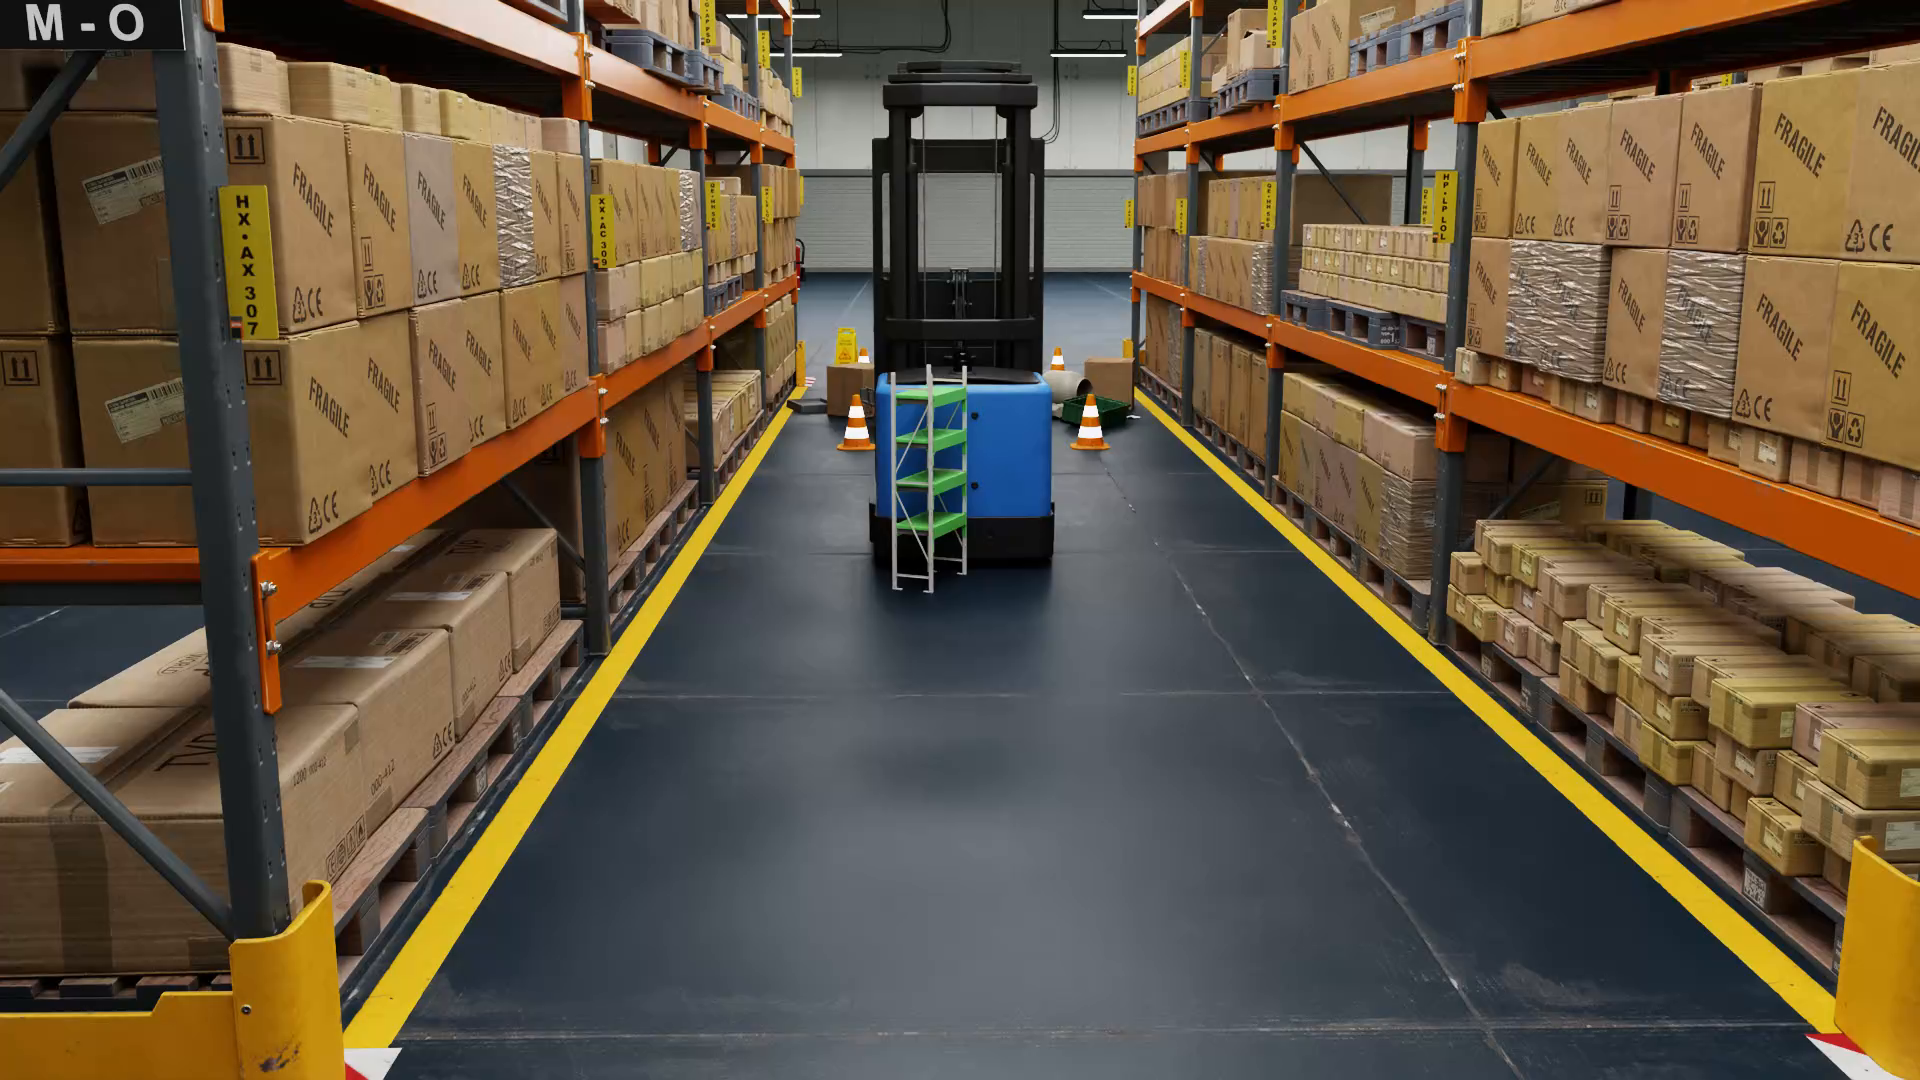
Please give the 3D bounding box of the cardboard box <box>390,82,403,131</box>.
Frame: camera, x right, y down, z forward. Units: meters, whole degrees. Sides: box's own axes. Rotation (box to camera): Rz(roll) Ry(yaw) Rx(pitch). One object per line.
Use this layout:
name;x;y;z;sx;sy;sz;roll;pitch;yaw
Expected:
cardboard box;-1.860;-1.267;4.862;0.380;0.149;0.250;0;11;-1

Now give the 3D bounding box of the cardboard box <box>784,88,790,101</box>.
cardboard box;-2.109;-4.982;18.655;0.380;0.149;0.250;0;11;-1

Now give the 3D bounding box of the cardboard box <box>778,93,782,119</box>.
cardboard box;-2.094;-4.449;17.029;0.500;0.250;0.500;0;11;-1

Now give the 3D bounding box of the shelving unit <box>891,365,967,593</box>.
shelving unit;-0.167;-0.352;9.275;0.258;1.200;0.503;5;12;22

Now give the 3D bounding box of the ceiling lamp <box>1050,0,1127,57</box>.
ceiling lamp;3.337;-14.193;43.206;2.000;3.185;0.800;0;11;-1

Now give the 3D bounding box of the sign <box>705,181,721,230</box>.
sign;-1.691;-2.291;11.394;0.100;0.325;0.005;0;11;-1

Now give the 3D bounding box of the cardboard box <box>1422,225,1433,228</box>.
cardboard box;3.178;-1.938;10.644;0.380;0.149;0.250;0;11;1

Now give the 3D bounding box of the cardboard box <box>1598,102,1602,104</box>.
cardboard box;7.308;-4.786;18.436;0.380;0.149;0.250;0;11;-2

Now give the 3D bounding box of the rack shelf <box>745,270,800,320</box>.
rack shelf;-2.370;-2.561;17.445;1.077;0.370;4.000;0;11;-1

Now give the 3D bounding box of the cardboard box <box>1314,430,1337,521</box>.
cardboard box;2.490;-0.398;10.207;0.500;0.500;0.500;-1;11;-3

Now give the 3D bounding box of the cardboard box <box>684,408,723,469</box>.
cardboard box;-2.247;-0.751;12.268;0.950;0.372;0.625;-1;12;-5

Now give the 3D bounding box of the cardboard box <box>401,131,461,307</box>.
cardboard box;-1.842;-0.971;5.033;0.500;0.500;0.500;0;11;-2

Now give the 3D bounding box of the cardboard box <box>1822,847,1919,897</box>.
cardboard box;2.647;0.917;4.609;0.380;0.149;0.250;0;11;0

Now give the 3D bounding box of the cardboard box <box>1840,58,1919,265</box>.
cardboard box;2.608;-0.945;4.160;0.500;0.500;0.500;0;11;-2

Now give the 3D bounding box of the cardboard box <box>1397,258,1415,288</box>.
cardboard box;2.559;-1.428;8.883;0.380;0.149;0.250;-1;11;-3

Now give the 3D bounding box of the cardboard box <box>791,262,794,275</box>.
cardboard box;-2.073;-3.064;18.750;0.380;0.149;0.250;0;11;-2

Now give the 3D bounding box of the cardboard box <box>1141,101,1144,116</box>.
cardboard box;2.228;-4.833;18.616;0.380;0.149;0.250;0;11;-1

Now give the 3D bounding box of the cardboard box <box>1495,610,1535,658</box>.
cardboard box;2.533;0.401;7.150;0.380;0.149;0.250;0;11;-1

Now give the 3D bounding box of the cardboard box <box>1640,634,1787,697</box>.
cardboard box;2.519;0.419;5.567;0.380;0.149;0.250;0;11;1

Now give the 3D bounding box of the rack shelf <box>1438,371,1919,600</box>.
rack shelf;2.825;-0.216;5.887;1.077;0.370;4.000;0;11;-1

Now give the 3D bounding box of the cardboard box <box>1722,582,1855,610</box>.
cardboard box;3.152;0.263;6.337;0.380;0.149;0.250;-1;11;-3

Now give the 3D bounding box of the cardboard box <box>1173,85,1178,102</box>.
cardboard box;2.279;-4.330;16.139;0.380;0.149;0.250;0;11;0

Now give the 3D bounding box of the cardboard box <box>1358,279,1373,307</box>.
cardboard box;2.542;-1.438;9.681;0.380;0.149;0.250;-1;11;-3

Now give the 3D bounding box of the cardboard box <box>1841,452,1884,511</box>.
cardboard box;2.610;-0.161;4.439;0.380;0.149;0.250;0;11;-1

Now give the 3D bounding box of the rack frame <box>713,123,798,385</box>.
rack frame;-2.411;-3.311;19.333;1.000;3.000;0.127;0;11;-1

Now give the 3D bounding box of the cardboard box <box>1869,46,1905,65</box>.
cardboard box;7.386;-3.819;12.788;0.500;0.500;0.500;0;11;0

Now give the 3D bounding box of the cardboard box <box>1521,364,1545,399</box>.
cardboard box;2.600;-0.681;7.004;0.380;0.149;0.250;-1;11;-4

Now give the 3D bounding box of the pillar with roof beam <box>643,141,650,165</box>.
pillar with roof beam;-4.576;-12.069;47.414;9.100;9.000;0.548;0;11;-1

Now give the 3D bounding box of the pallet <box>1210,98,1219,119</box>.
pallet;2.687;-3.750;14.437;0.805;0.209;1.217;-1;11;-3

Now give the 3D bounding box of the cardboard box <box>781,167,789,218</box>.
cardboard box;-2.093;-3.490;16.704;0.700;0.500;0.500;0;11;-2

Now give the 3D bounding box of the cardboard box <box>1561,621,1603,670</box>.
cardboard box;2.534;0.410;6.358;0.380;0.149;0.250;0;11;-2

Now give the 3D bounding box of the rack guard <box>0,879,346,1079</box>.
rack guard;-2.080;1.100;3.881;1.175;0.500;0.348;0;11;-1

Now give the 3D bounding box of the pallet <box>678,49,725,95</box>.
pallet;-2.179;-2.970;10.586;1.213;0.211;1.003;0;11;1

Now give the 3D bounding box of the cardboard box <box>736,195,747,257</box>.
cardboard box;-2.073;-2.624;13.893;0.500;0.500;0.500;0;11;1

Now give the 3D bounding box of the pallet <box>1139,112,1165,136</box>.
pallet;2.562;-4.630;18.517;1.003;0.211;1.213;0;11;-1

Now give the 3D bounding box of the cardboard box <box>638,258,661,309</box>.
cardboard box;-1.913;-1.389;8.983;0.500;0.250;0.500;0;11;0

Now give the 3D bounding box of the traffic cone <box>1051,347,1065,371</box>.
traffic cone;1.127;-1.996;19.236;0.336;0.463;0.334;0;11;-1

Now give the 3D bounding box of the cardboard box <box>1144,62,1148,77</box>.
cardboard box;2.234;-5.175;18.299;0.380;0.149;0.250;0;11;-2

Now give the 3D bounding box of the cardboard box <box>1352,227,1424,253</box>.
cardboard box;2.546;-1.781;9.874;0.380;0.149;0.250;0;11;1

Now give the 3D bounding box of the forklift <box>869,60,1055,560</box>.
forklift;-0.019;-1.562;10.885;1.130;2.935;3.031;0;11;-2

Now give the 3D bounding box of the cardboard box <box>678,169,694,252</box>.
cardboard box;-1.955;-2.056;10.382;0.500;0.500;0.500;0;11;0

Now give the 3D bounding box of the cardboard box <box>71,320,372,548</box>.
cardboard box;-1.803;-0.276;4.122;0.500;0.500;0.500;0;11;-2

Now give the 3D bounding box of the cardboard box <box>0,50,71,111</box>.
cardboard box;-2.288;-1.058;3.830;0.380;0.149;0.250;0;11;0

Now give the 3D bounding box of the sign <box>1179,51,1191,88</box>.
sign;2.064;-4.316;15.243;0.100;0.325;0.005;0;11;-1

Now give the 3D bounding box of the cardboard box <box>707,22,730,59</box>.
cardboard box;-2.146;-4.045;13.475;0.500;0.250;0.500;0;11;0

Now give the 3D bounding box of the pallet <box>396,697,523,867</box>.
pallet;-2.197;0.836;5.908;1.003;0.211;1.213;0;11;-1

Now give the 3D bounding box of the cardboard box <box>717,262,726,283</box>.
cardboard box;-1.983;-2.034;12.617;0.380;0.149;0.250;0;11;-1

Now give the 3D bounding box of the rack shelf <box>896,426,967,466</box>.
rack shelf;-0.167;-0.524;9.240;0.258;0.148;0.480;5;12;22

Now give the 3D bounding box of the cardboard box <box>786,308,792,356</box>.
cardboard box;-2.120;-2.275;18.199;0.500;0.500;0.500;0;11;1

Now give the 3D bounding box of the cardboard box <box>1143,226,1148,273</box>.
cardboard box;2.589;-3.351;19.155;0.875;0.550;0.550;0;11;-1

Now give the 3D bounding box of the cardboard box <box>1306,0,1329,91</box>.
cardboard box;2.464;-3.066;10.331;0.500;0.500;0.500;0;11;-1

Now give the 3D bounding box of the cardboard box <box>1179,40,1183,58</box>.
cardboard box;2.287;-4.670;15.809;0.380;0.149;0.250;0;11;-1

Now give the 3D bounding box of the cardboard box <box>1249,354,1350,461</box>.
cardboard box;2.779;-0.985;12.474;1.050;0.750;0.750;0;11;-2

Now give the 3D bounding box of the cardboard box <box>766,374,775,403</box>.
cardboard box;-2.071;-1.492;16.229;0.500;0.250;0.500;-1;11;-4

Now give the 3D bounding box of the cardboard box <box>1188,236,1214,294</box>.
cardboard box;2.360;-2.499;15.083;0.500;0.500;0.500;0;11;-1
